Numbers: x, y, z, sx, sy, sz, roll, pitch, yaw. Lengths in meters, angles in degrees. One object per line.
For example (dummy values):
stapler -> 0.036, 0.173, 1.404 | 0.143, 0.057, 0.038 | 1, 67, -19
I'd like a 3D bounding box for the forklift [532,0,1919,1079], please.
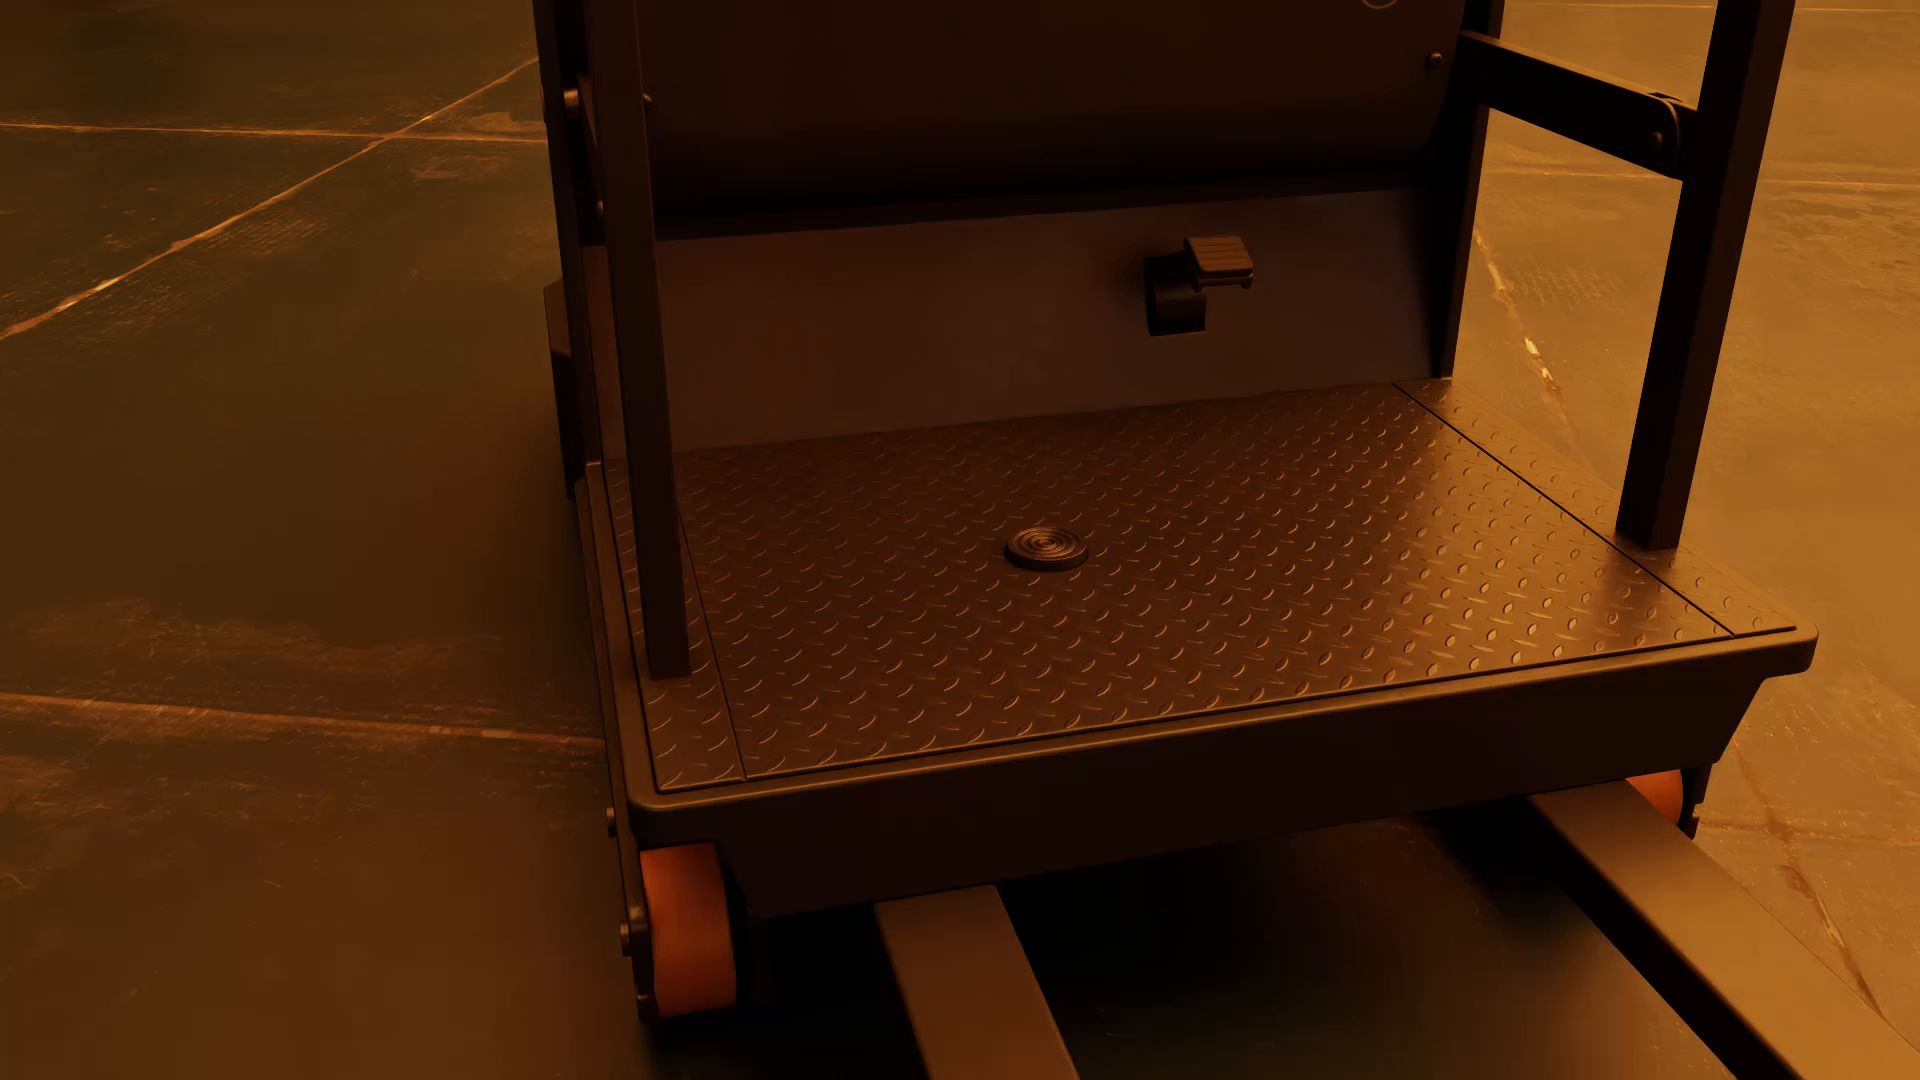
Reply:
forklift -> 0.153, -1.049, 1.319 | 1.130, 2.935, 3.031 | -7, 27, -13
